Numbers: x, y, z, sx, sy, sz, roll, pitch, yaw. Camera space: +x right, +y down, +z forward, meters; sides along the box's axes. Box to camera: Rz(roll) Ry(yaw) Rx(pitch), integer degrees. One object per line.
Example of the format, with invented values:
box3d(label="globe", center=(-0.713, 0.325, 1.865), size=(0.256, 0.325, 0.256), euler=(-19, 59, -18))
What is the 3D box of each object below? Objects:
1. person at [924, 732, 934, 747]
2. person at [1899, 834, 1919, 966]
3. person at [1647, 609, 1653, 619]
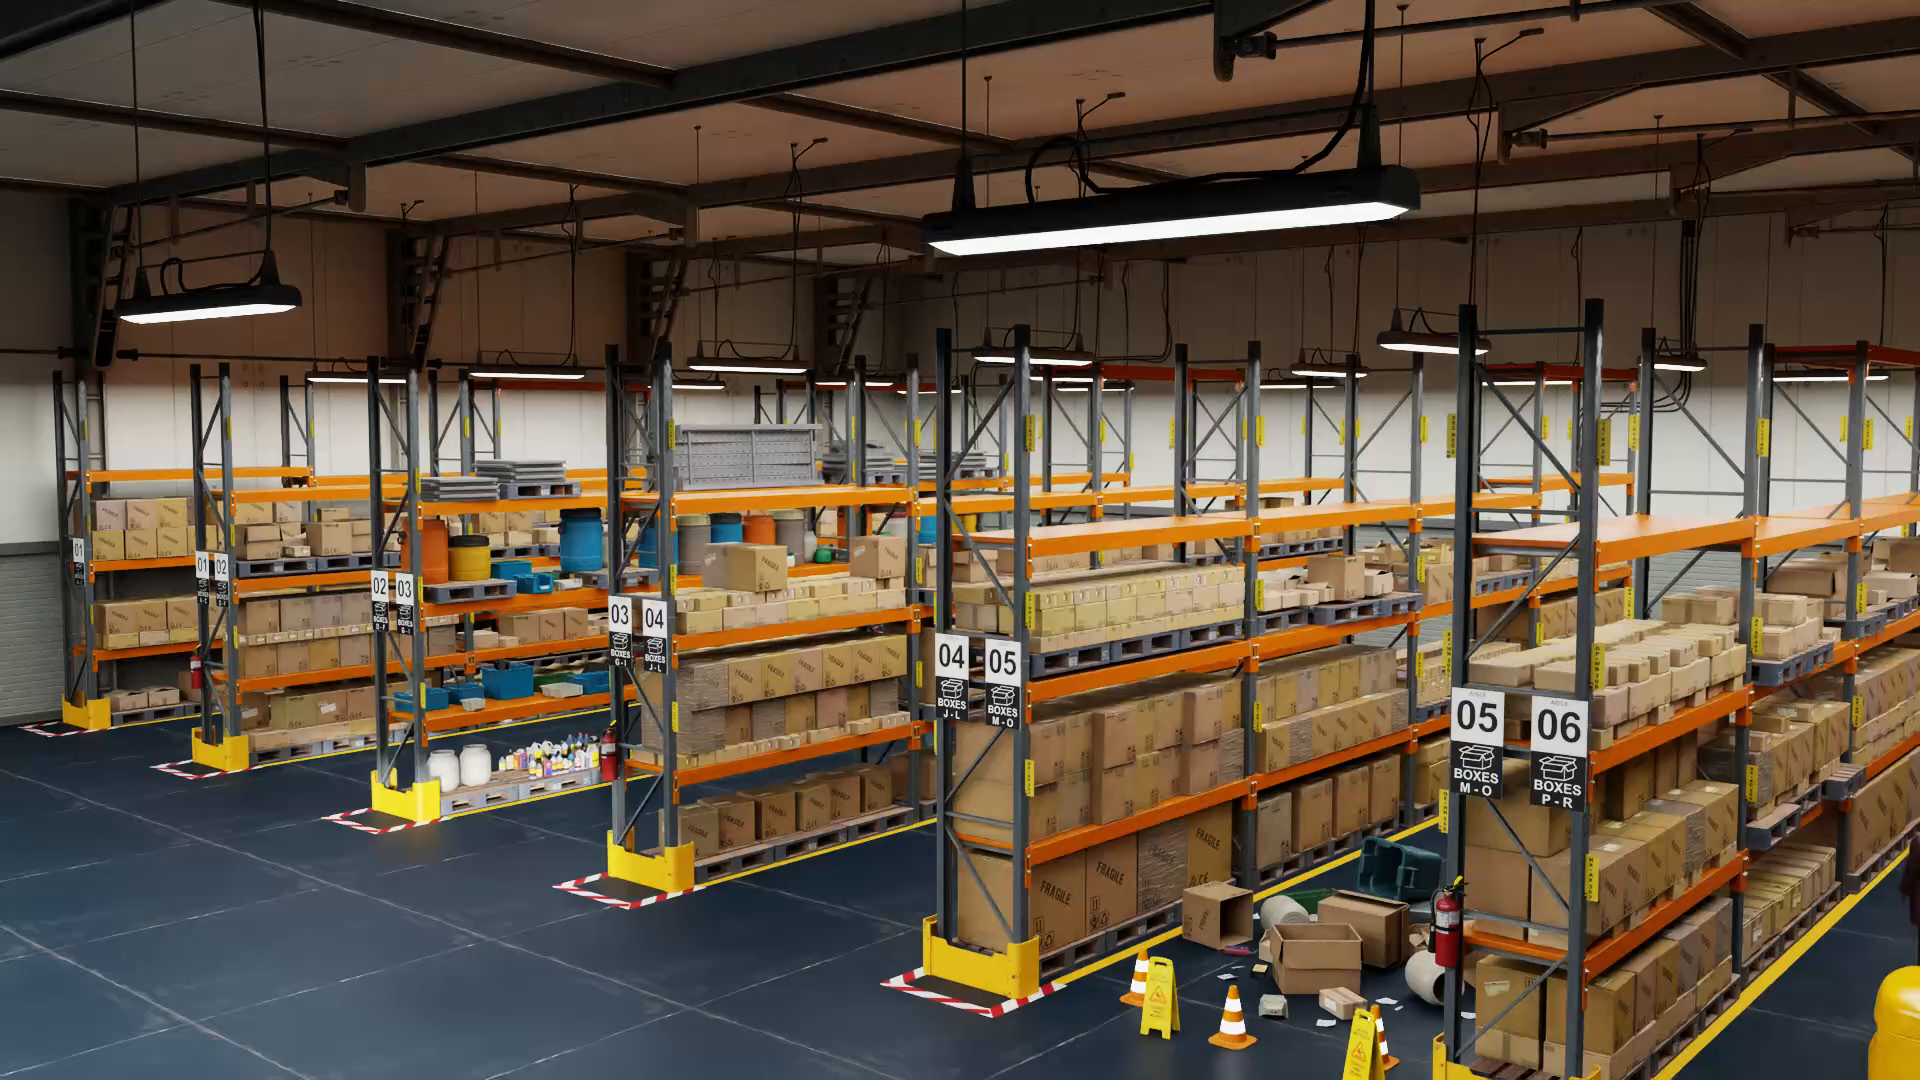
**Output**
box3d(label="person", center=(-0.427, 2.493, 24.756), size=(0.414, 1.764, 0.623), euler=(2, 4, 22))
box3d(label="person", center=(8.659, 3.220, 14.688), size=(0.644, 1.829, 0.652), euler=(3, 5, 35))
box3d(label="person", center=(12.691, 2.075, 31.023), size=(0.428, 1.693, 0.473), euler=(2, 5, 24))
